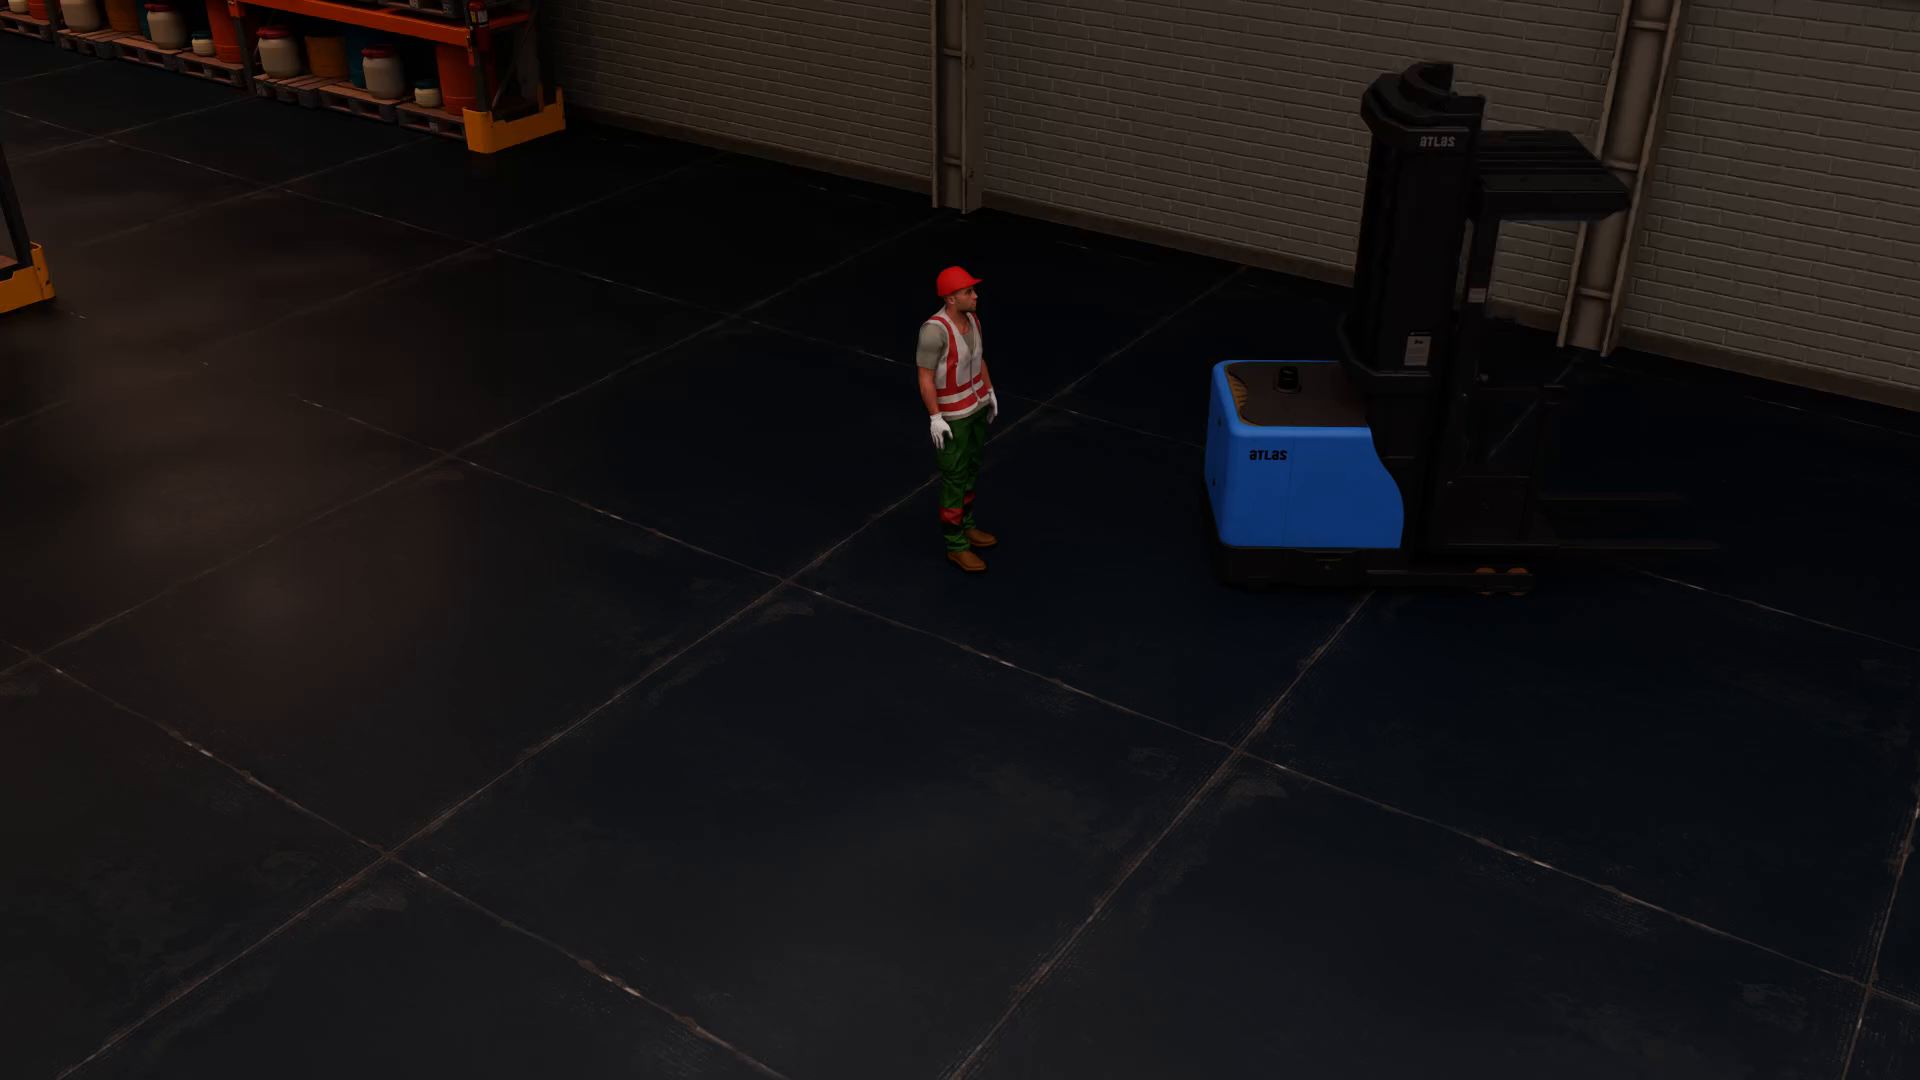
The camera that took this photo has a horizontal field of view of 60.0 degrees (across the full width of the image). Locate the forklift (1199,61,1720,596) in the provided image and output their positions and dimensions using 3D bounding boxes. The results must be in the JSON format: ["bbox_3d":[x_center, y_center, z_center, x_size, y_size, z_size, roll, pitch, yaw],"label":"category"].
[{"bbox_3d":[3.054,-1.205,9.657,3.031,2.935,1.130,0,30,1],"label":"forklift"}]

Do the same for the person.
[{"bbox_3d":[0.061,-0.752,10.001,0.562,1.789,0.638,19,35,29],"label":"person"}]
